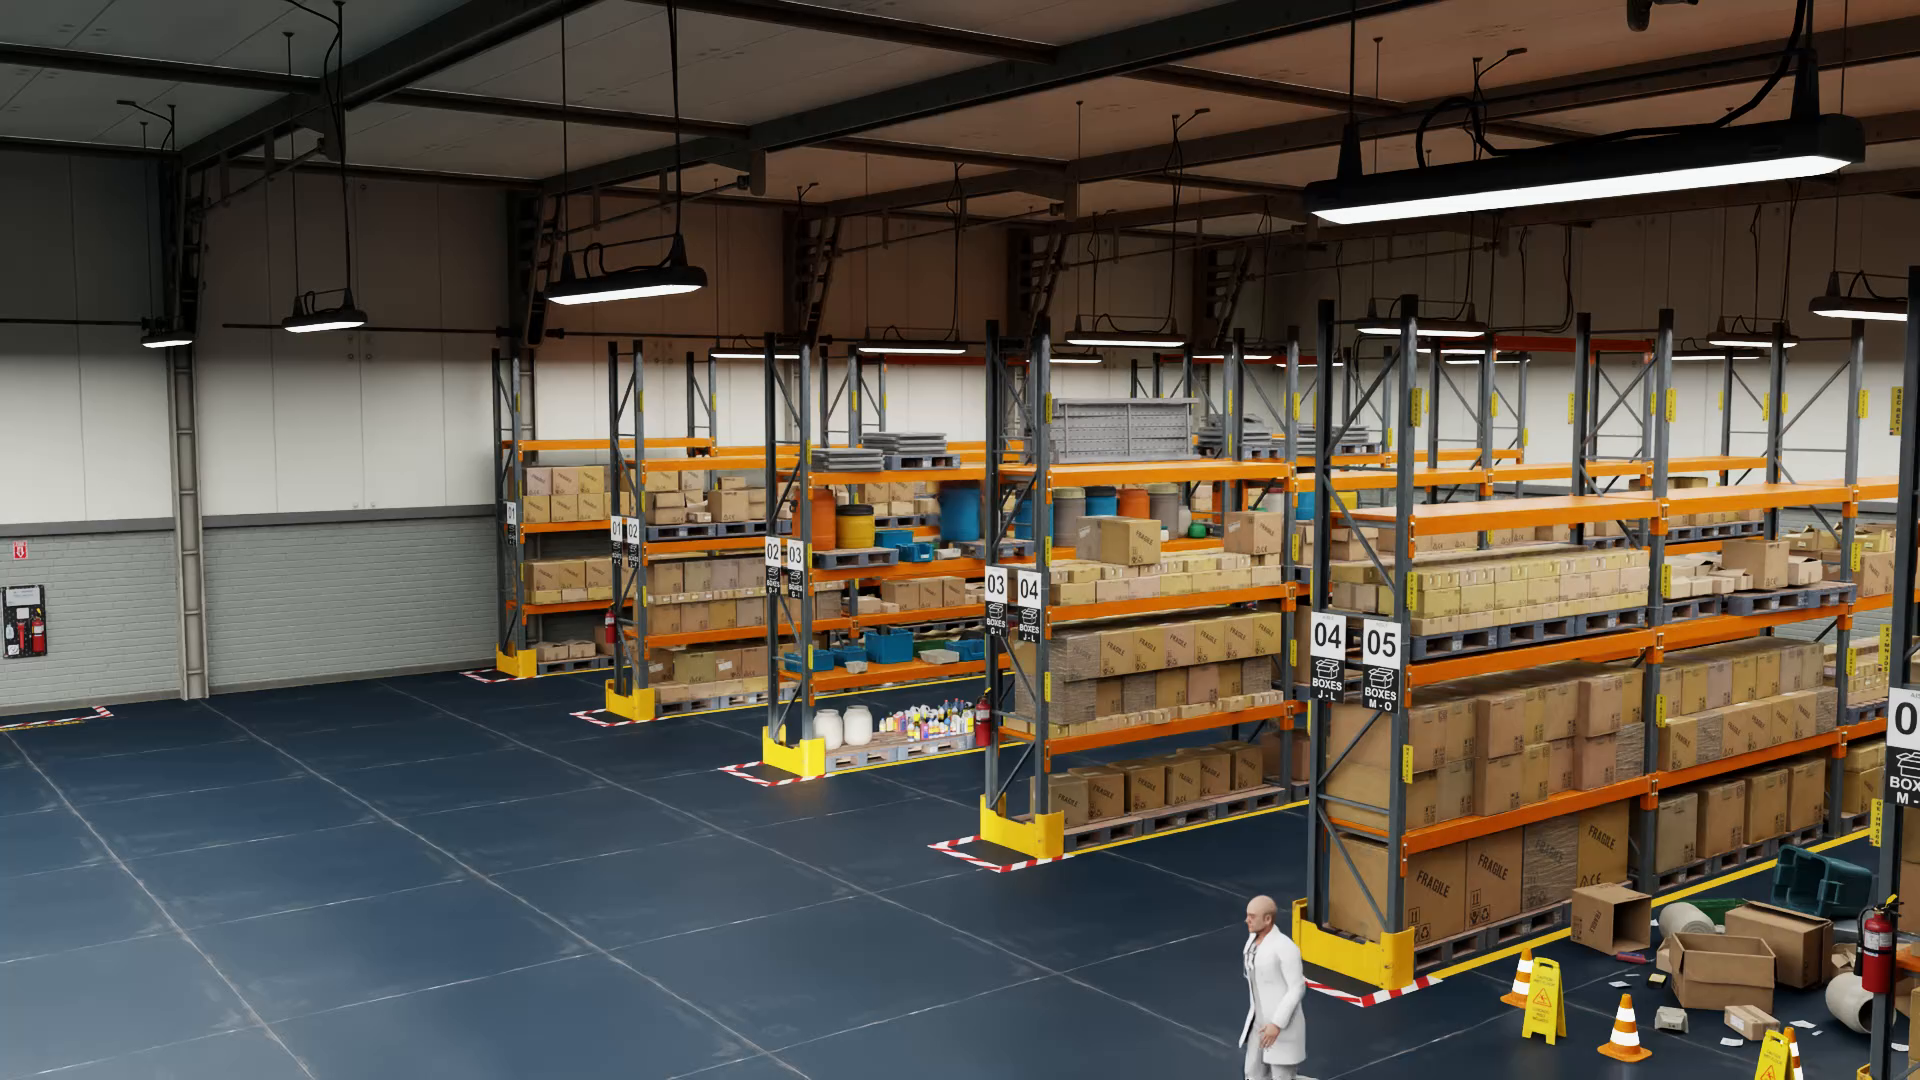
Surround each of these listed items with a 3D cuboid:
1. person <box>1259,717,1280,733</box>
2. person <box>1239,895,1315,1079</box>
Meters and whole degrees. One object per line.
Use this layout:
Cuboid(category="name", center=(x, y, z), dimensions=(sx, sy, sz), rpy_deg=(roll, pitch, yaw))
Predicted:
Cuboid(category="person", center=(4.549, 2.201, 24.782), dimensions=(0.751, 1.581, 0.646), rpy_deg=(-2, 6, -25))
Cuboid(category="person", center=(2.271, 3.294, 11.443), dimensions=(0.750, 1.757, 0.641), rpy_deg=(-2, 5, -22))
